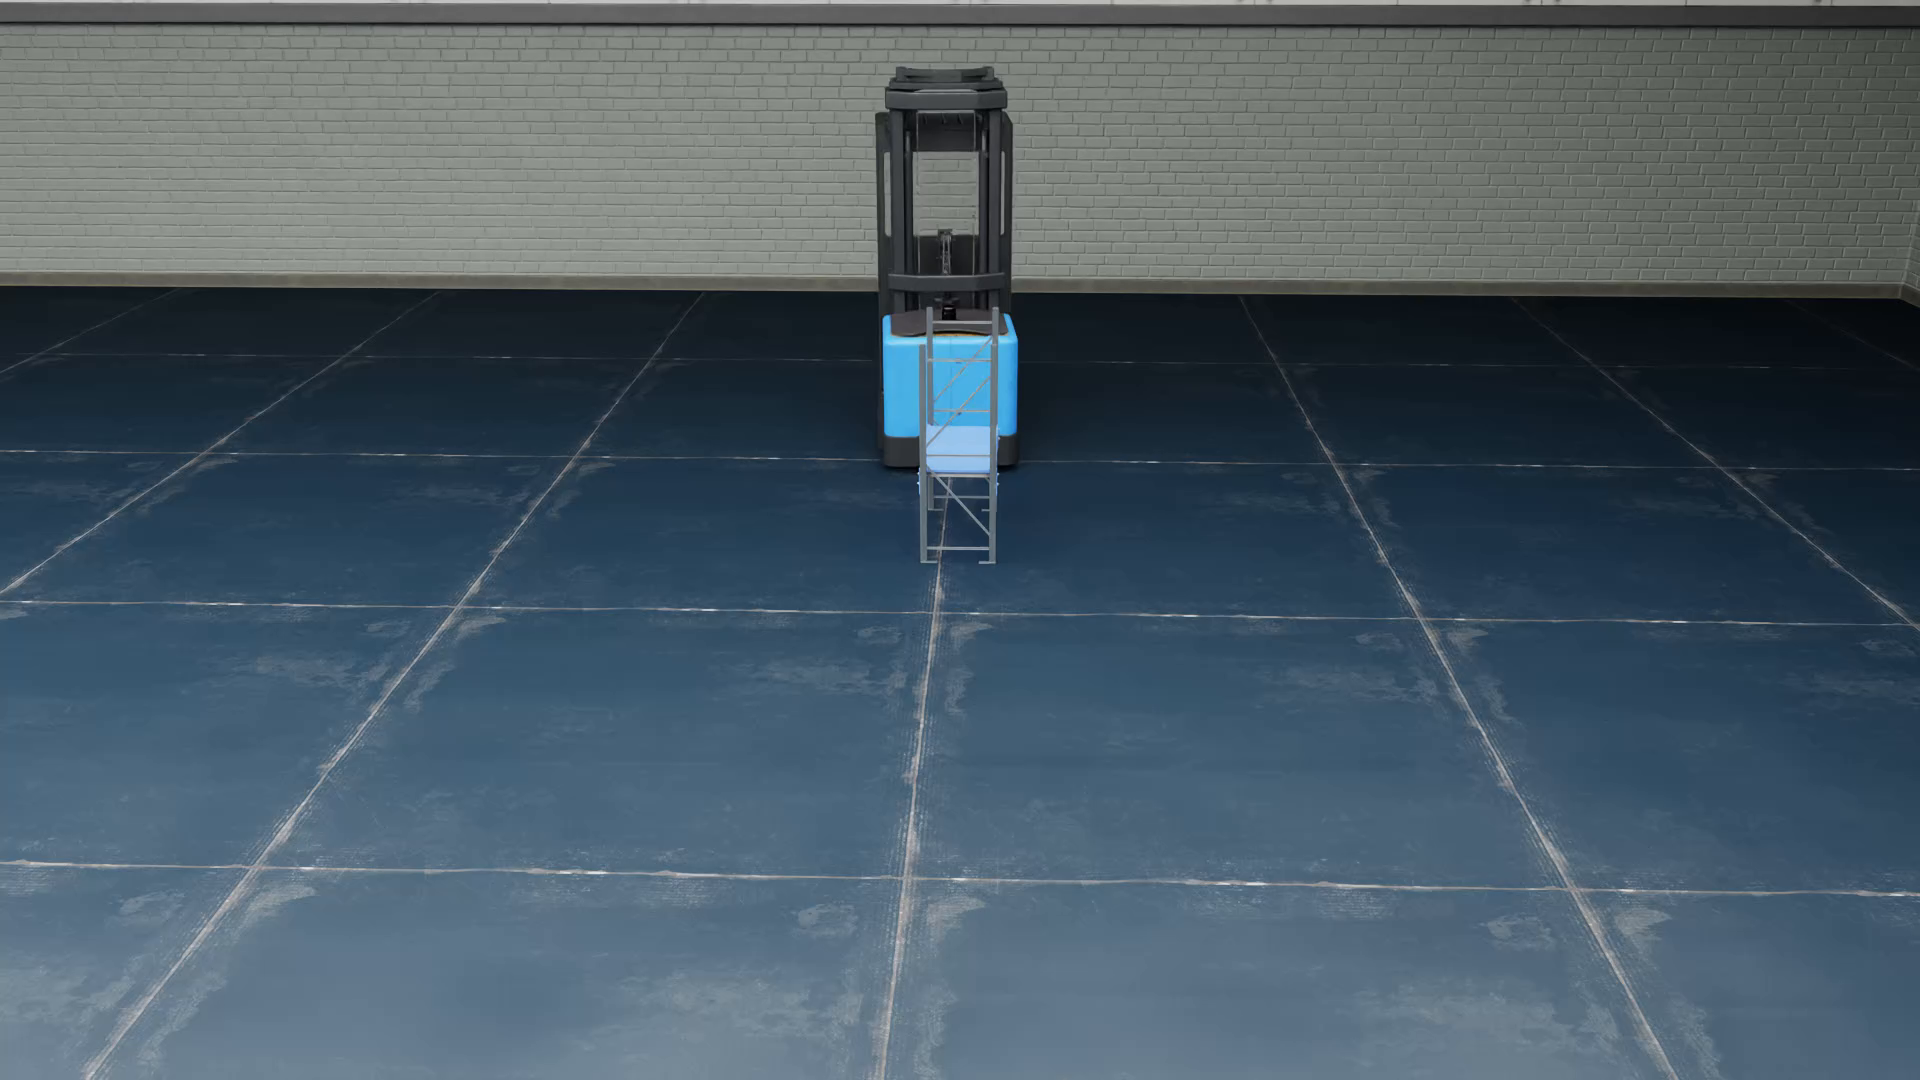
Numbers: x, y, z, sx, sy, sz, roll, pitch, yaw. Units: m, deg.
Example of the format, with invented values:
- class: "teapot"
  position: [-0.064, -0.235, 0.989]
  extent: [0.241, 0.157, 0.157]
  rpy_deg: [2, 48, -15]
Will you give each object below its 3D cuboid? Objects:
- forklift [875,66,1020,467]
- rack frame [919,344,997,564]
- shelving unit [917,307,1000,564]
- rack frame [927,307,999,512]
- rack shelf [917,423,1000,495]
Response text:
- class: "forklift"
  position: [-0.137, -2.413, 13.697]
  extent: [1.130, 2.935, 3.031]
  rpy_deg: [-1, 21, -3]
- class: "rack frame"
  position: [-0.013, -0.546, 10.863]
  extent: [0.500, 1.500, 0.032]
  rpy_deg: [1, 21, 2]
- class: "shelving unit"
  position: [0.003, -0.730, 11.337]
  extent: [0.538, 1.500, 1.048]
  rpy_deg: [1, 21, 2]
- class: "rack frame"
  position: [0.018, -0.914, 11.811]
  extent: [0.500, 1.500, 0.032]
  rpy_deg: [1, 21, 2]
- class: "rack shelf"
  position: [0.003, -0.562, 11.402]
  extent: [0.538, 0.185, 1.000]
  rpy_deg: [1, 21, 2]
